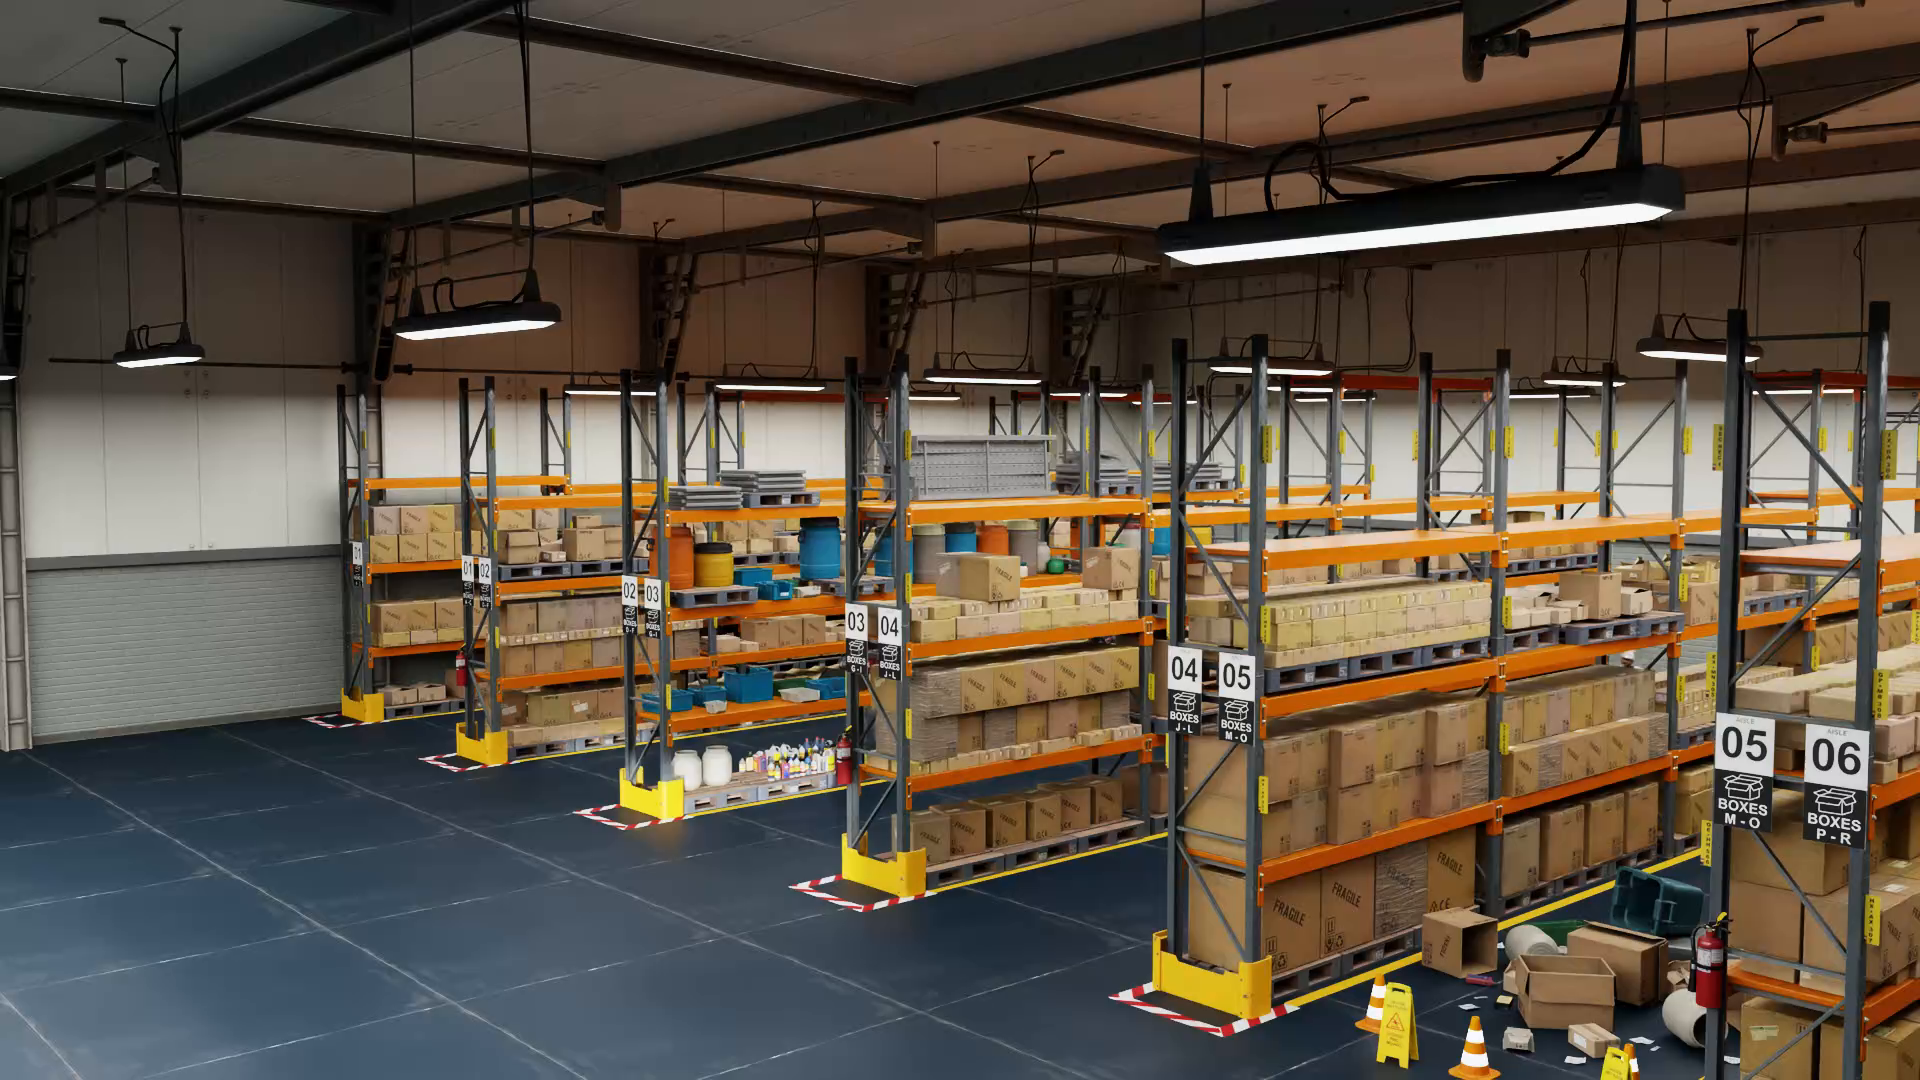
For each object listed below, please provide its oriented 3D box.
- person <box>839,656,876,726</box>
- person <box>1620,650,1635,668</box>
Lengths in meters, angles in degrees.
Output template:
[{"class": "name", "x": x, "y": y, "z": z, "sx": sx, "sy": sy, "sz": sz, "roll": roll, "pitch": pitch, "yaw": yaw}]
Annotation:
[{"class": "person", "x": -1.479, "y": 2.625, "z": 27.161, "sx": 1.060, "sy": 1.523, "sz": 0.598, "roll": -1, "pitch": 4, "yaw": -18}, {"class": "person", "x": 10.487, "y": 2.574, "z": 26.085, "sx": 0.683, "sy": 1.746, "sz": 0.742, "roll": -2, "pitch": 4, "yaw": -31}]
